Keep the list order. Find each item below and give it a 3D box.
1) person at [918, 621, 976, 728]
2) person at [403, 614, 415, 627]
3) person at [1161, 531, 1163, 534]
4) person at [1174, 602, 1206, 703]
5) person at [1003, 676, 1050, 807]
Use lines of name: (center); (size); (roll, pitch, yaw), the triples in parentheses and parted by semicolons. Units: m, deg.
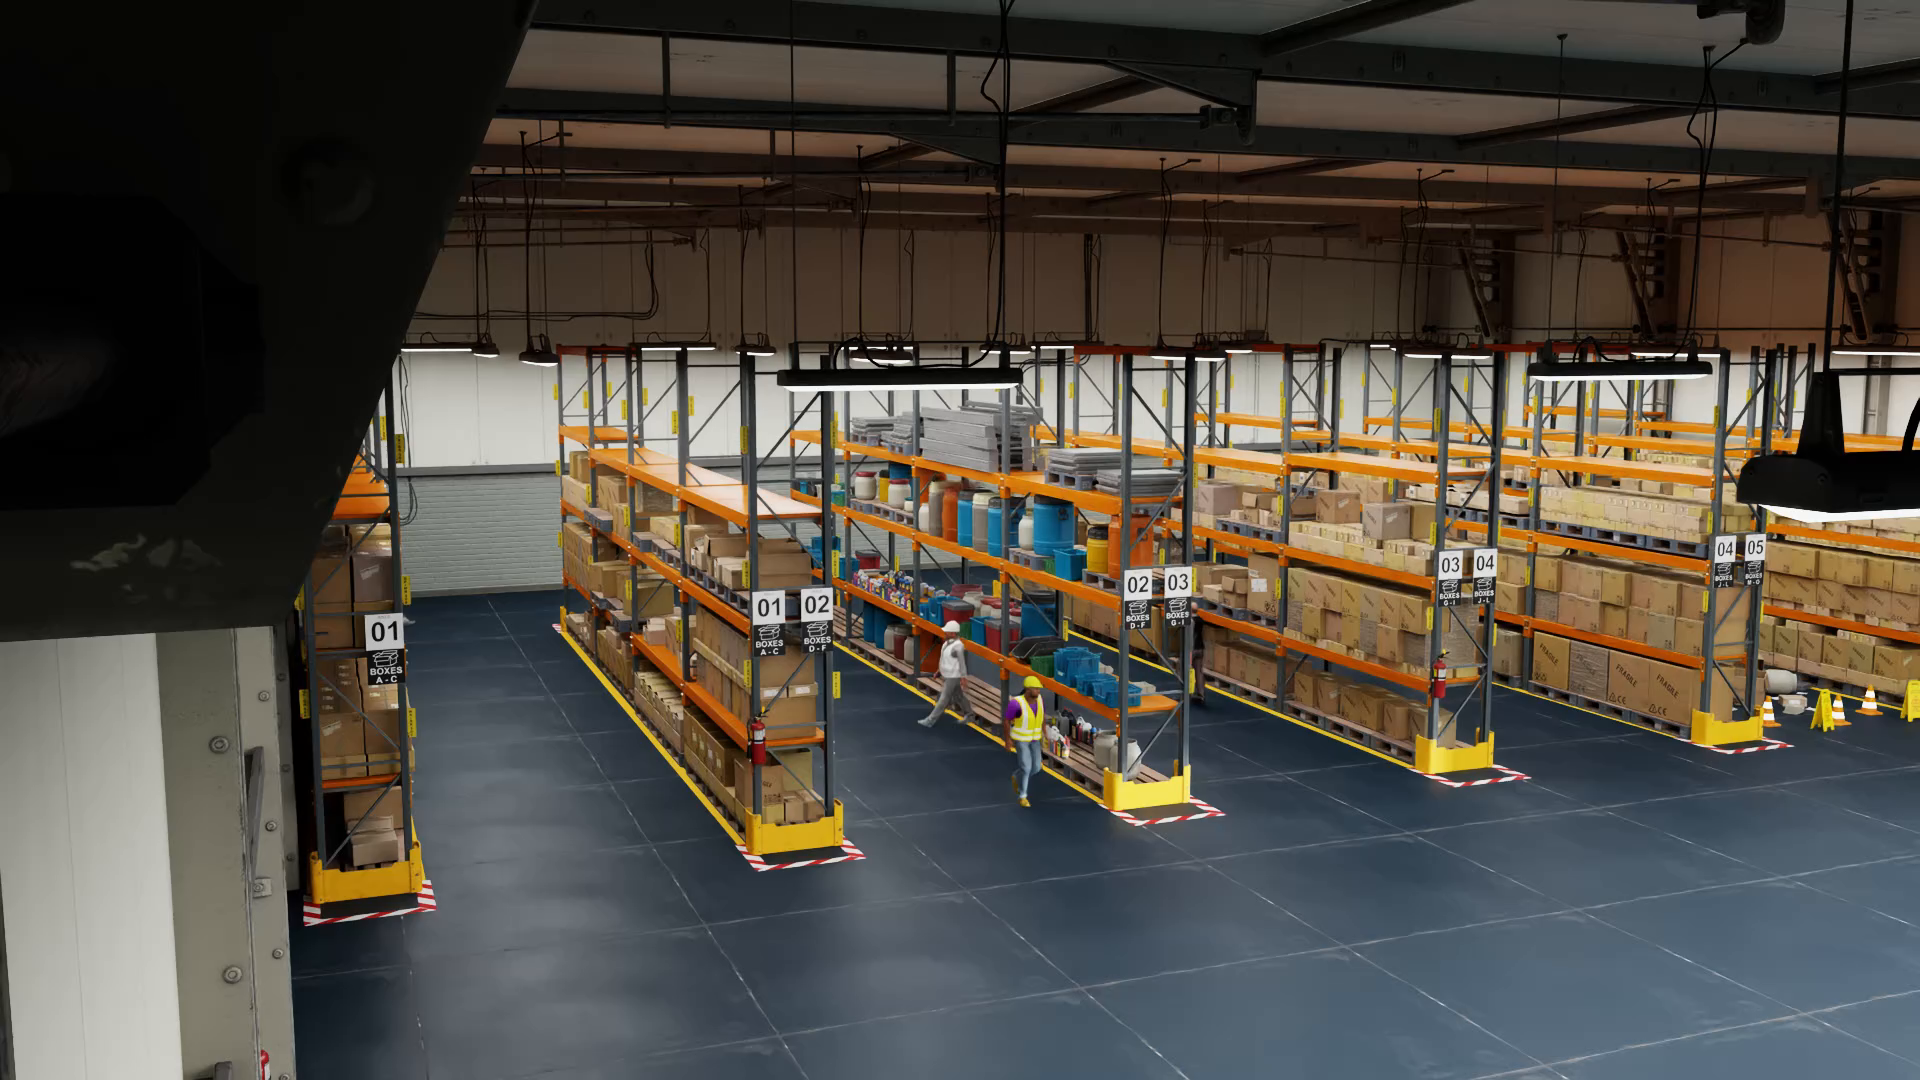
person: (-0.222, 2.119, 26.335); (1.037, 1.706, 0.569); (-2, 7, -14)
person: (-12.197, 0.976, 35.495); (1.143, 1.730, 0.526); (0, 7, -3)
person: (4.765, 0.561, 39.112); (0.710, 1.636, 0.719); (-1, 7, -10)
person: (3.979, 1.925, 28.180); (0.531, 1.757, 0.556); (-6, 9, -37)
person: (0.837, 2.654, 22.269); (0.625, 1.742, 0.667); (-6, 9, -37)
